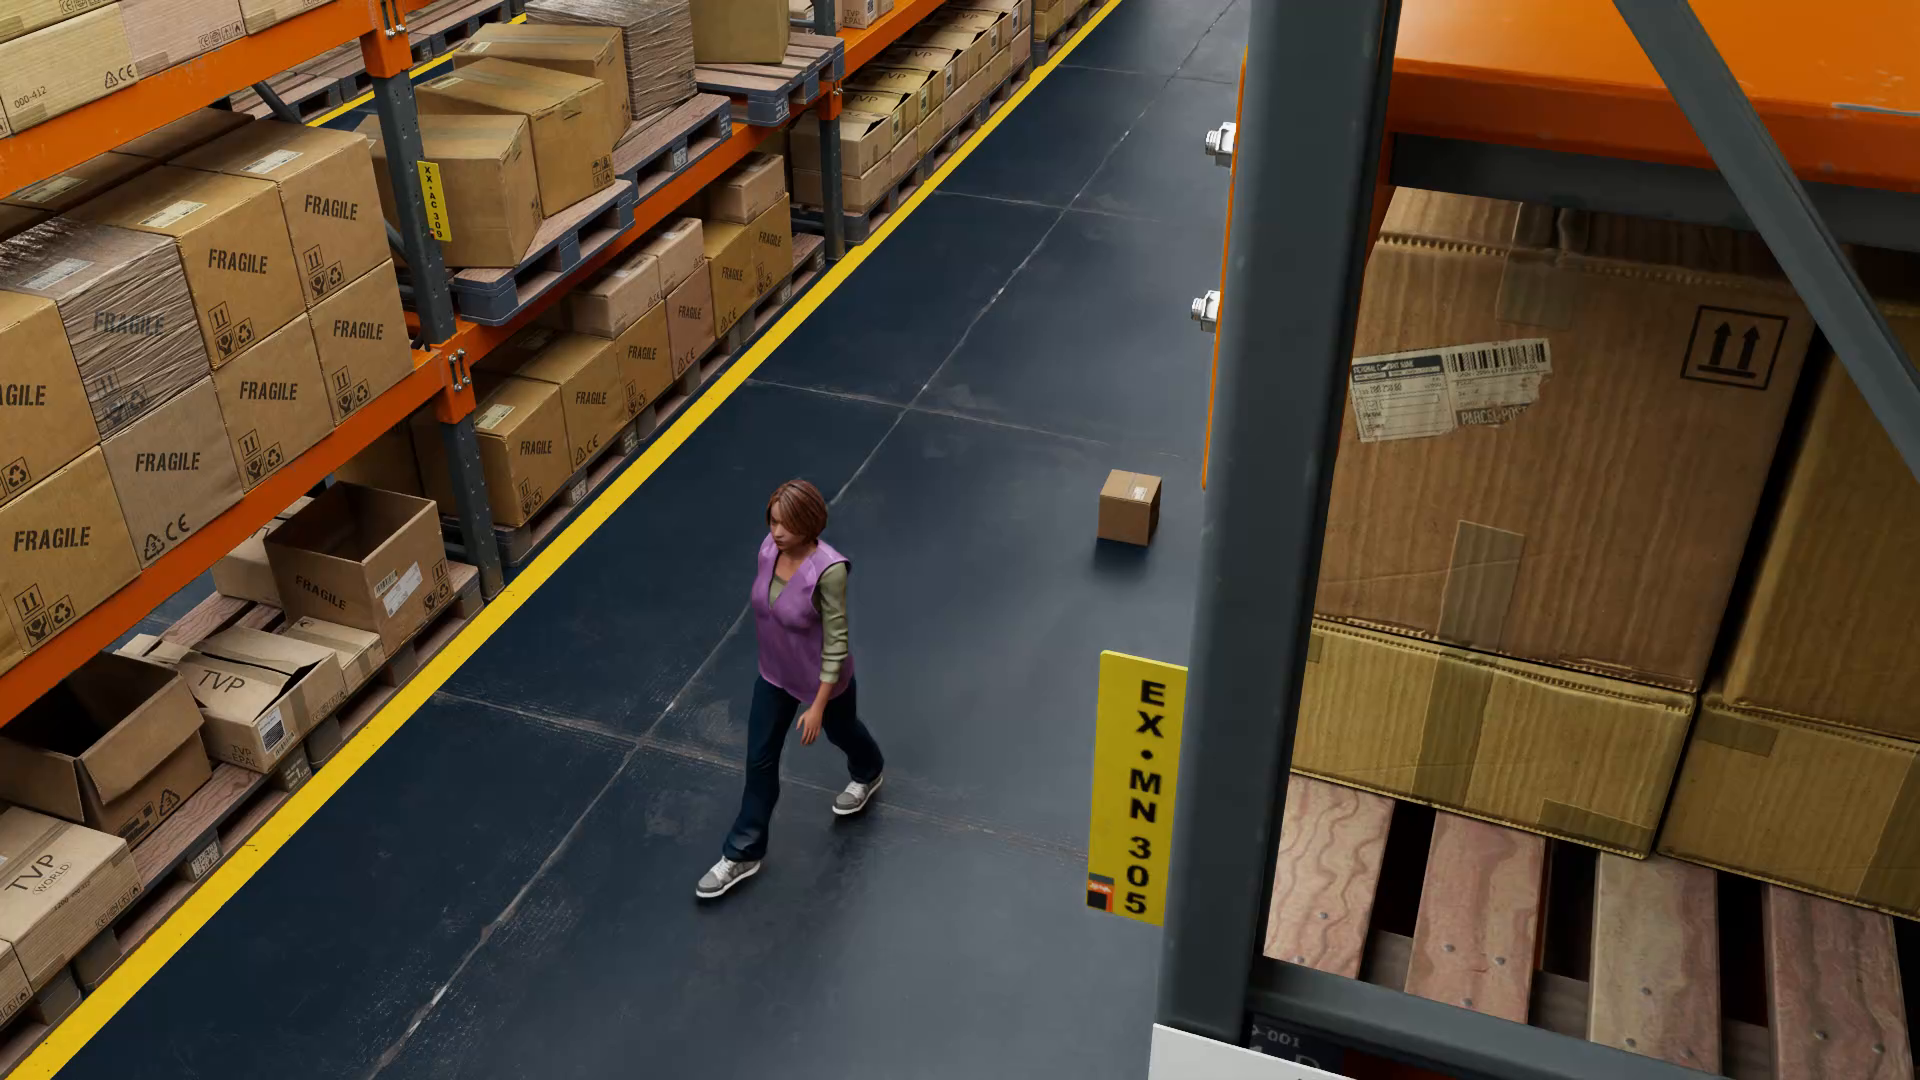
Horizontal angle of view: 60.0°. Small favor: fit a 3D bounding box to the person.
[{"bbox_3d":[-0.585,0.503,5.873,0.449,1.547,0.909,21,39,28],"label":"person"}]
